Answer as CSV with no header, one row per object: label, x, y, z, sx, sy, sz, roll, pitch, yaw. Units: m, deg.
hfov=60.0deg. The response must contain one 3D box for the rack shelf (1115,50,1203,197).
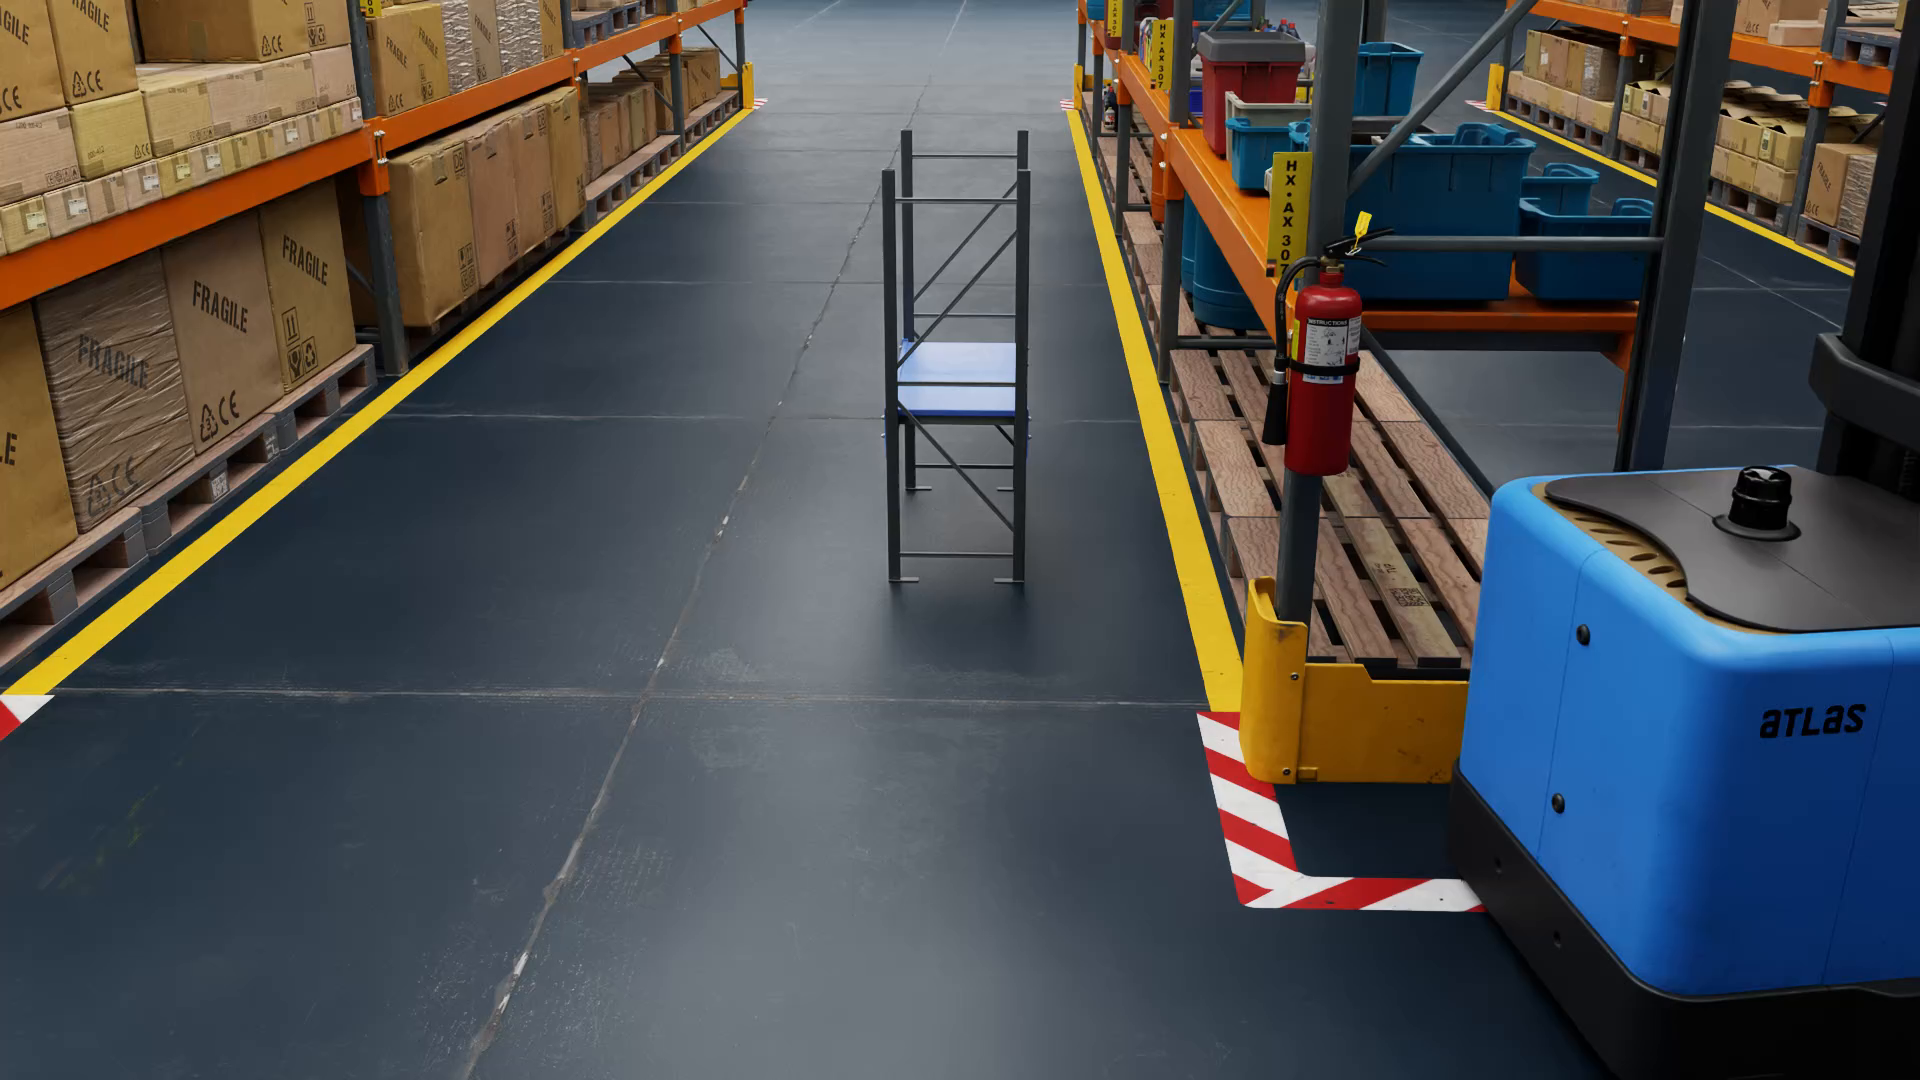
rack shelf,1.590,-2.603,10.085,1.077,0.370,4.000,1,21,2

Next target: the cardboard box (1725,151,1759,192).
cardboard box,6.386,-2.899,13.073,0.500,0.250,0.500,0,21,1

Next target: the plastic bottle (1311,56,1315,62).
plastic bottle,1.994,-2.610,9.269,0.061,0.283,0.133,1,21,2

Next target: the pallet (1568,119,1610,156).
pallet,6.789,-4.039,16.646,1.003,0.211,1.213,1,21,2

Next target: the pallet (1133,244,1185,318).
pallet,1.629,-1.636,10.453,1.003,0.211,1.213,1,21,2

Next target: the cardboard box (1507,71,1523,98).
cardboard box,6.606,-5.220,19.057,0.500,0.250,0.500,1,21,2

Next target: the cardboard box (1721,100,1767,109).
cardboard box,6.416,-3.524,13.911,0.500,0.311,0.500,1,21,3

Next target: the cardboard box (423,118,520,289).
cardboard box,-3.396,-2.029,9.969,1.225,0.875,0.875,0,21,0

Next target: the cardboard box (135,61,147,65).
cardboard box,-3.718,-1.991,7.311,0.500,0.250,0.500,1,21,1

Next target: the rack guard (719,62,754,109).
rack guard,-3.059,-5.415,19.795,1.175,0.500,0.348,1,21,2

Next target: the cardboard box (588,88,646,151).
cardboard box,-3.252,-3.808,15.043,0.700,0.500,0.500,1,21,1

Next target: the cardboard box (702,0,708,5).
cardboard box,-2.839,-5.662,17.321,0.380,0.149,0.250,1,21,2

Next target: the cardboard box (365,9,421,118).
cardboard box,-3.158,-2.480,8.635,0.500,0.500,0.500,1,21,2

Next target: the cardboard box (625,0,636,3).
cardboard box,-3.139,-4.778,13.973,0.797,0.503,0.637,3,21,7

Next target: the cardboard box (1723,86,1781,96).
cardboard box,6.988,-3.889,14.851,0.500,0.311,0.500,1,21,3

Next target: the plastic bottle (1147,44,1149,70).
plastic bottle,1.266,-3.159,10.797,0.097,0.201,0.097,0,21,0

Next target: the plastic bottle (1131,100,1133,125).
plastic bottle,1.648,-4.312,16.549,0.144,0.351,0.185,1,21,2

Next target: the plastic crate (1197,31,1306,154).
plastic crate,1.251,-1.953,7.243,0.402,0.464,0.583,1,21,2

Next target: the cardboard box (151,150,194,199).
cardboard box,-3.157,-1.387,6.304,0.380,0.149,0.250,0,21,0

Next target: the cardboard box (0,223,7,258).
cardboard box,-3.196,-0.924,5.110,0.380,0.149,0.250,0,21,1

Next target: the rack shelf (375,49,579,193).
rack shelf,-3.361,-2.657,10.225,1.077,0.370,4.000,1,21,2

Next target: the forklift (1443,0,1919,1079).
forklift,2.800,-0.417,3.553,3.031,2.935,1.130,-3,21,-7

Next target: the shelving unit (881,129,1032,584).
shelving unit,0.003,-0.730,6.337,0.538,1.500,1.048,1,21,2

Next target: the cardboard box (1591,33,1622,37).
cardboard box,7.110,-5.203,17.974,0.500,0.500,0.500,1,21,2

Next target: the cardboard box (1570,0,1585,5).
cardboard box,6.774,-5.816,17.234,0.700,0.500,0.500,1,21,3

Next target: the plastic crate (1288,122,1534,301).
plastic crate,1.231,-0.936,4.663,0.616,0.435,0.499,1,21,2

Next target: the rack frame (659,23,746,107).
rack frame,-3.057,-6.608,19.413,1.000,3.000,0.127,1,21,2

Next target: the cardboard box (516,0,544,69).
cardboard box,-3.088,-3.401,11.009,0.500,0.500,0.500,0,21,1

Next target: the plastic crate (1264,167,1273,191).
plastic crate,1.249,-1.283,5.972,0.298,0.136,0.250,1,21,2

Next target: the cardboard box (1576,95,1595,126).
cardboard box,6.544,-4.316,16.727,0.500,0.250,0.500,1,21,2

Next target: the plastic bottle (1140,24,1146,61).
plastic bottle,1.284,-3.407,11.340,0.097,0.271,0.097,0,21,0

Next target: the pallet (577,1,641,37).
pallet,-3.281,-4.342,13.839,1.003,0.211,1.213,1,21,2

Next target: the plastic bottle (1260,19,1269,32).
plastic bottle,2.058,-3.372,11.235,0.061,0.283,0.133,1,21,2

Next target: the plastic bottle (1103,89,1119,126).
plastic bottle,1.504,-4.314,16.553,0.144,0.351,0.185,0,21,0

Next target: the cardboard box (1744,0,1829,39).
cardboard box,6.636,-4.259,13.220,0.500,0.500,0.500,0,21,-1

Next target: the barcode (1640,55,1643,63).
barcode,6.299,-4.451,15.375,0.001,0.075,0.075,1,21,2

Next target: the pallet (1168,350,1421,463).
pallet,1.546,-0.649,7.909,1.003,0.211,1.213,1,21,2

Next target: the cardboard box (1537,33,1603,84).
cardboard box,6.591,-5.208,17.989,0.500,0.500,0.500,1,21,2

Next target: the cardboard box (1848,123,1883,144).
cardboard box,6.911,-2.967,12.474,0.500,0.311,0.500,1,21,3

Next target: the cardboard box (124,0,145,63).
cardboard box,-3.714,-2.339,7.171,0.500,0.500,0.500,1,21,2

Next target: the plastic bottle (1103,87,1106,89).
plastic bottle,1.508,-4.601,17.405,0.097,0.271,0.097,0,21,0

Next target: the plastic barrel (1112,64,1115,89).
plastic barrel,1.950,-5.351,19.032,0.421,0.512,0.421,0,21,0

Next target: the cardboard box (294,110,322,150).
cardboard box,-3.119,-1.853,7.504,0.380,0.149,0.250,0,21,1

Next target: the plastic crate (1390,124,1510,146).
plastic crate,1.793,-1.389,6.110,0.416,0.233,0.300,1,21,2

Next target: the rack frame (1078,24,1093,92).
rack frame,1.894,-6.554,19.273,1.000,3.000,0.127,1,21,2

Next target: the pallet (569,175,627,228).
pallet,-3.275,-2.698,13.191,1.003,0.211,1.213,1,21,2

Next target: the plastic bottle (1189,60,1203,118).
plastic bottle,1.218,-2.303,8.490,0.152,0.276,0.135,1,21,2

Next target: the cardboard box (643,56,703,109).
cardboard box,-3.114,-4.970,18.067,0.500,0.500,0.500,3,21,7

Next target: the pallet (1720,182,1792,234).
pallet,6.666,-2.603,12.945,1.003,0.211,1.213,1,21,2

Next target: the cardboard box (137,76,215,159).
cardboard box,-3.220,-1.621,6.356,0.500,0.250,0.500,0,21,1

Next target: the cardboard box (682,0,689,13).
cardboard box,-2.850,-5.210,16.156,0.380,0.149,0.250,1,21,2

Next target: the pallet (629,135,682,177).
pallet,-3.200,-3.580,15.465,1.003,0.211,1.213,1,21,2

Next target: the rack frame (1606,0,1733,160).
rack frame,6.723,-5.052,15.402,1.000,3.000,0.127,1,21,2
